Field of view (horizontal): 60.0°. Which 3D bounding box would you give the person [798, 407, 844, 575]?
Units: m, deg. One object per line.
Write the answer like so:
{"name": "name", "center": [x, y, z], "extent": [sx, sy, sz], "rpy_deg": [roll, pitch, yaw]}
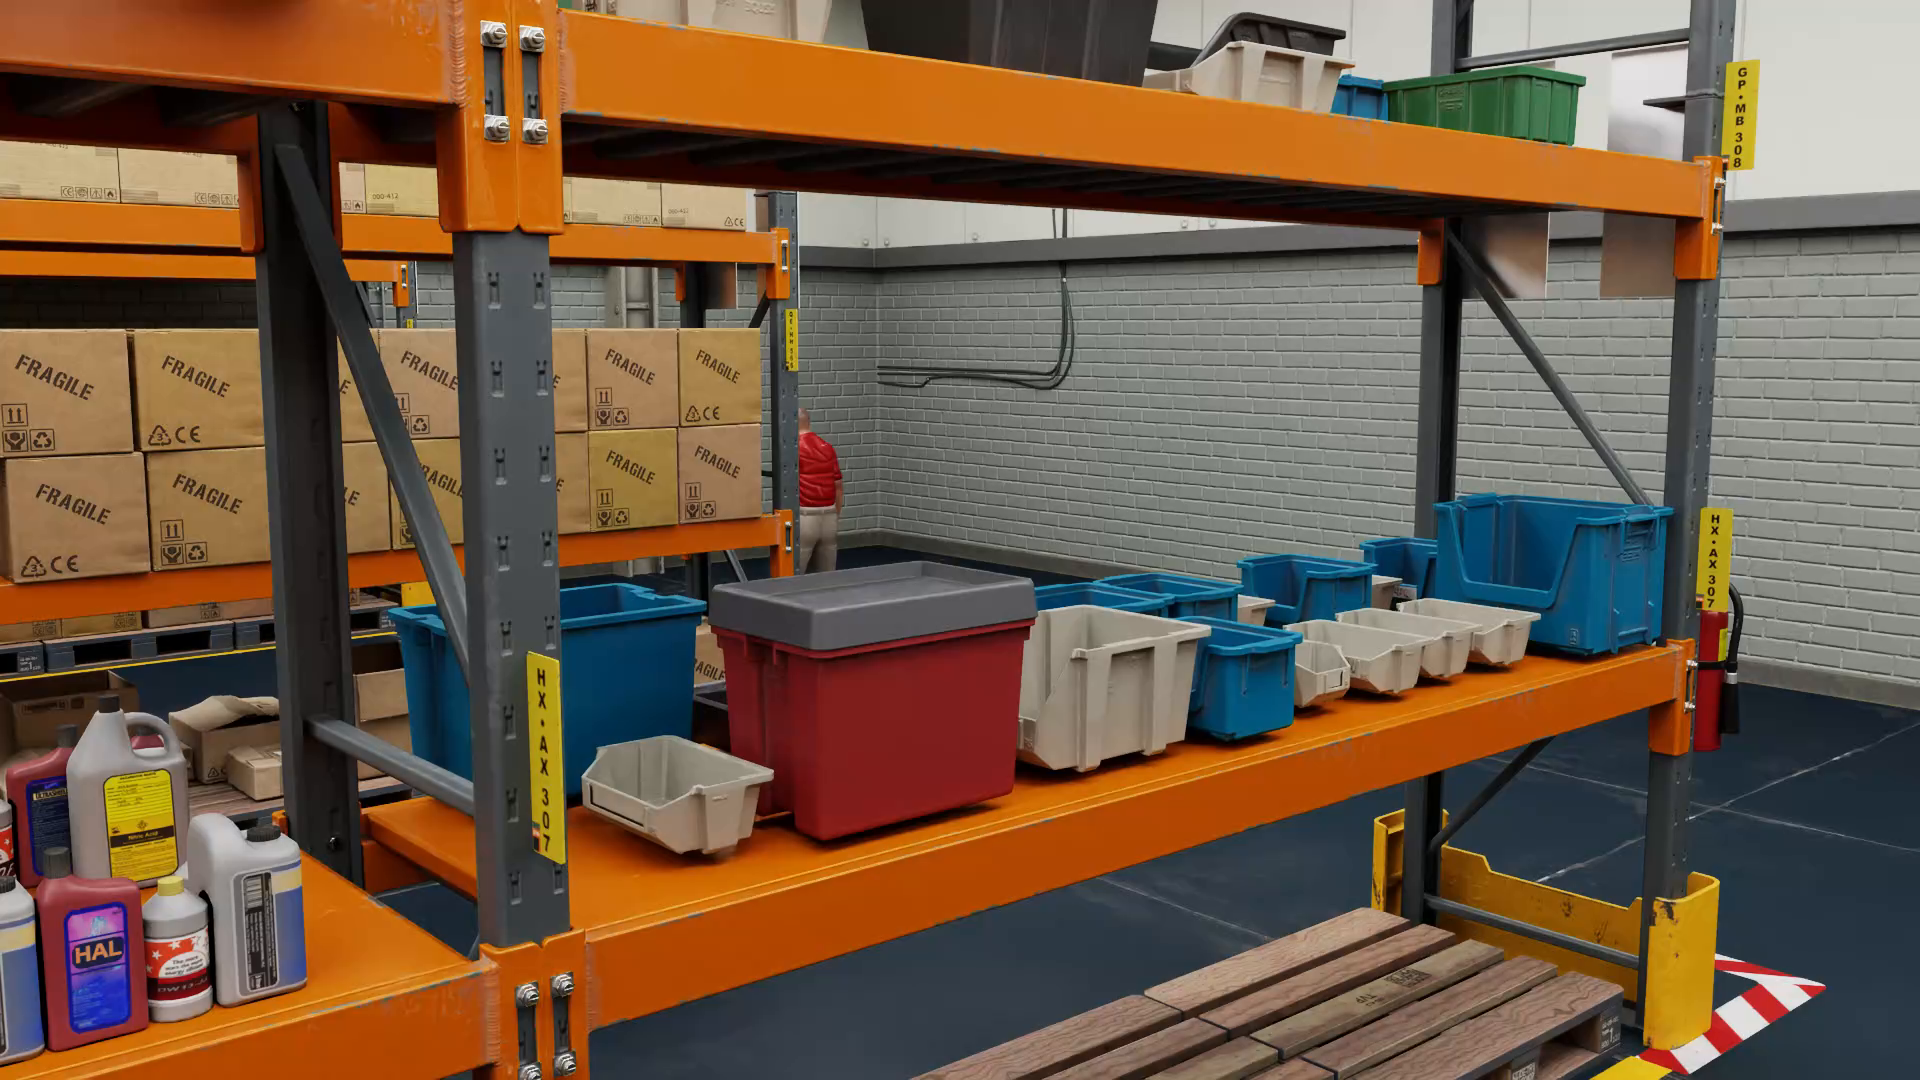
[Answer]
{"name": "person", "center": [-1.108, -0.098, 12.088], "extent": [0.587, 1.726, 0.389], "rpy_deg": [-6, 10, -41]}
